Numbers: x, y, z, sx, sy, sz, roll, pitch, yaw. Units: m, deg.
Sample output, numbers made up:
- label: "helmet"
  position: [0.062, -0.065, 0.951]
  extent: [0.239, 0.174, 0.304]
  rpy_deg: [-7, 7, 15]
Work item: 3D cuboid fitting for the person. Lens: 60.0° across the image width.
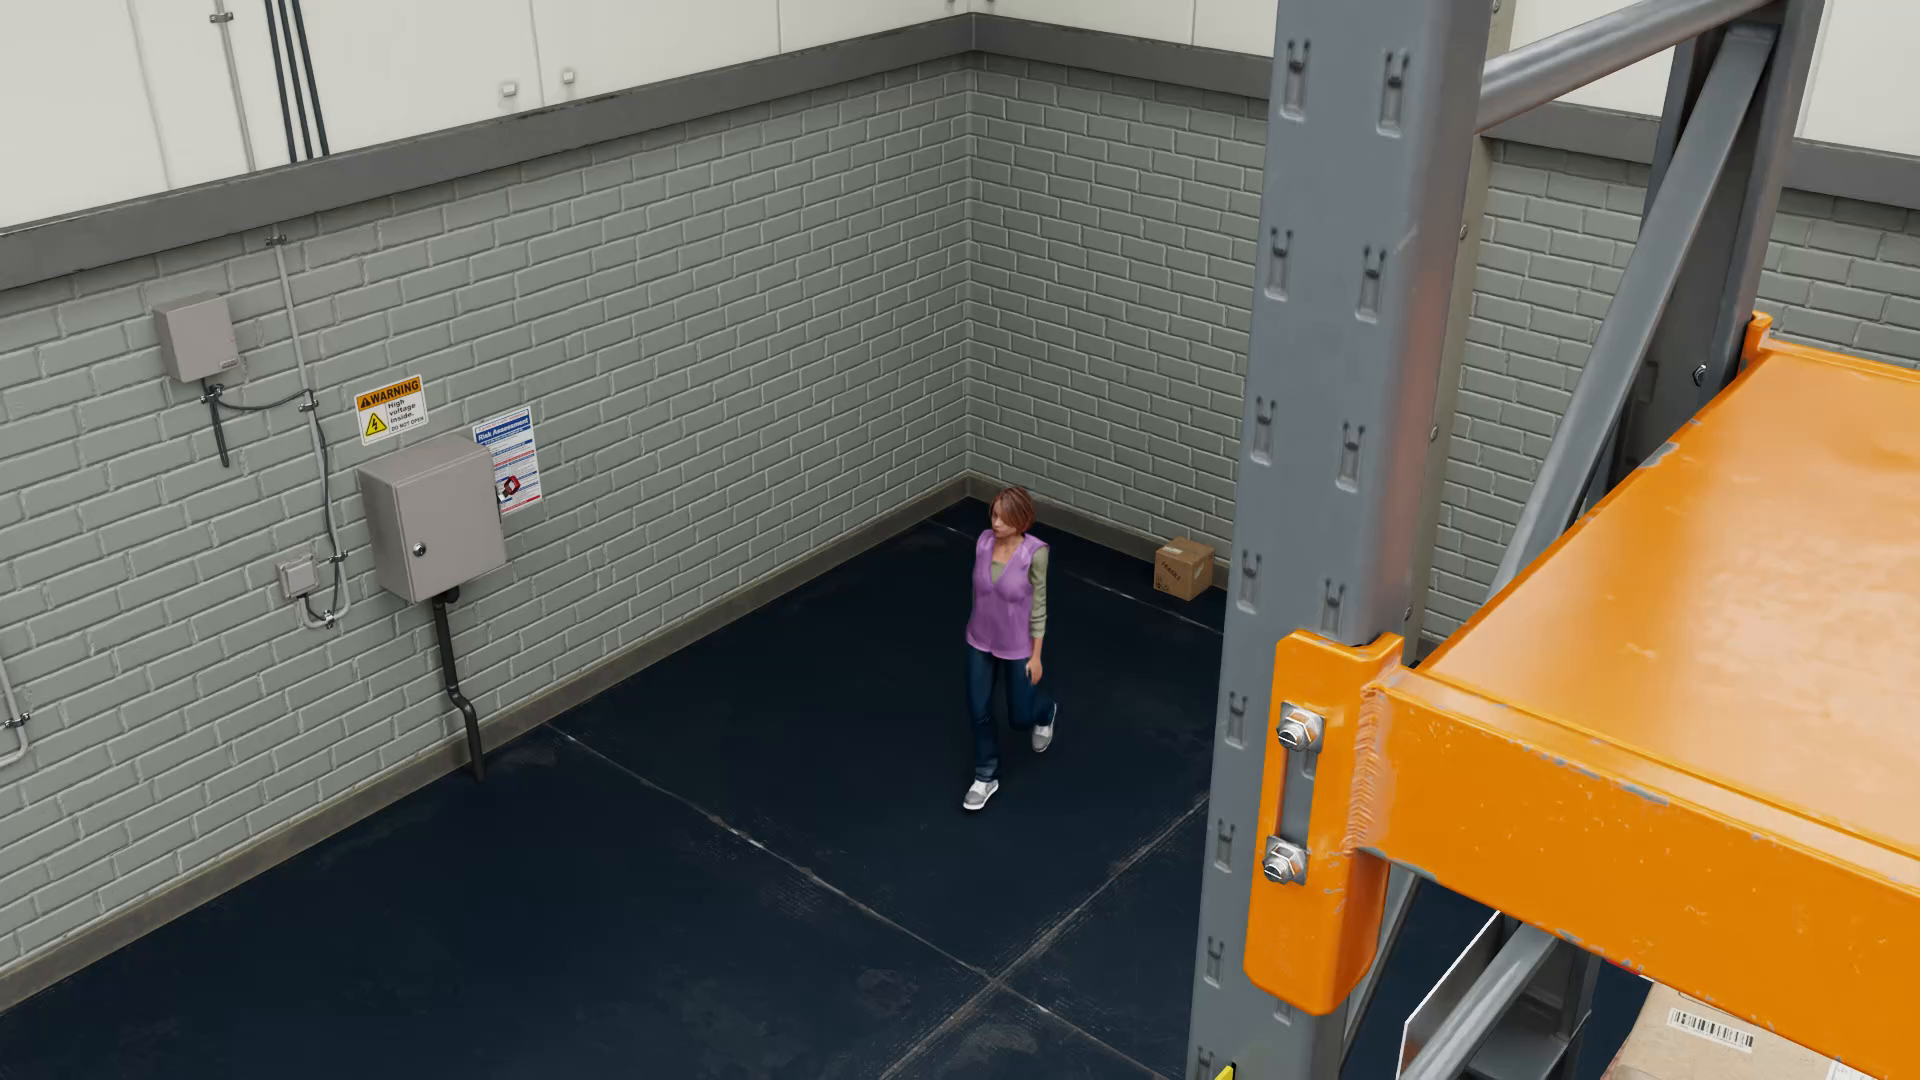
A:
- label: "person"
  position: [0.228, 0.473, 7.713]
  extent: [0.409, 1.561, 0.657]
  rpy_deg: [13, 30, 23]
